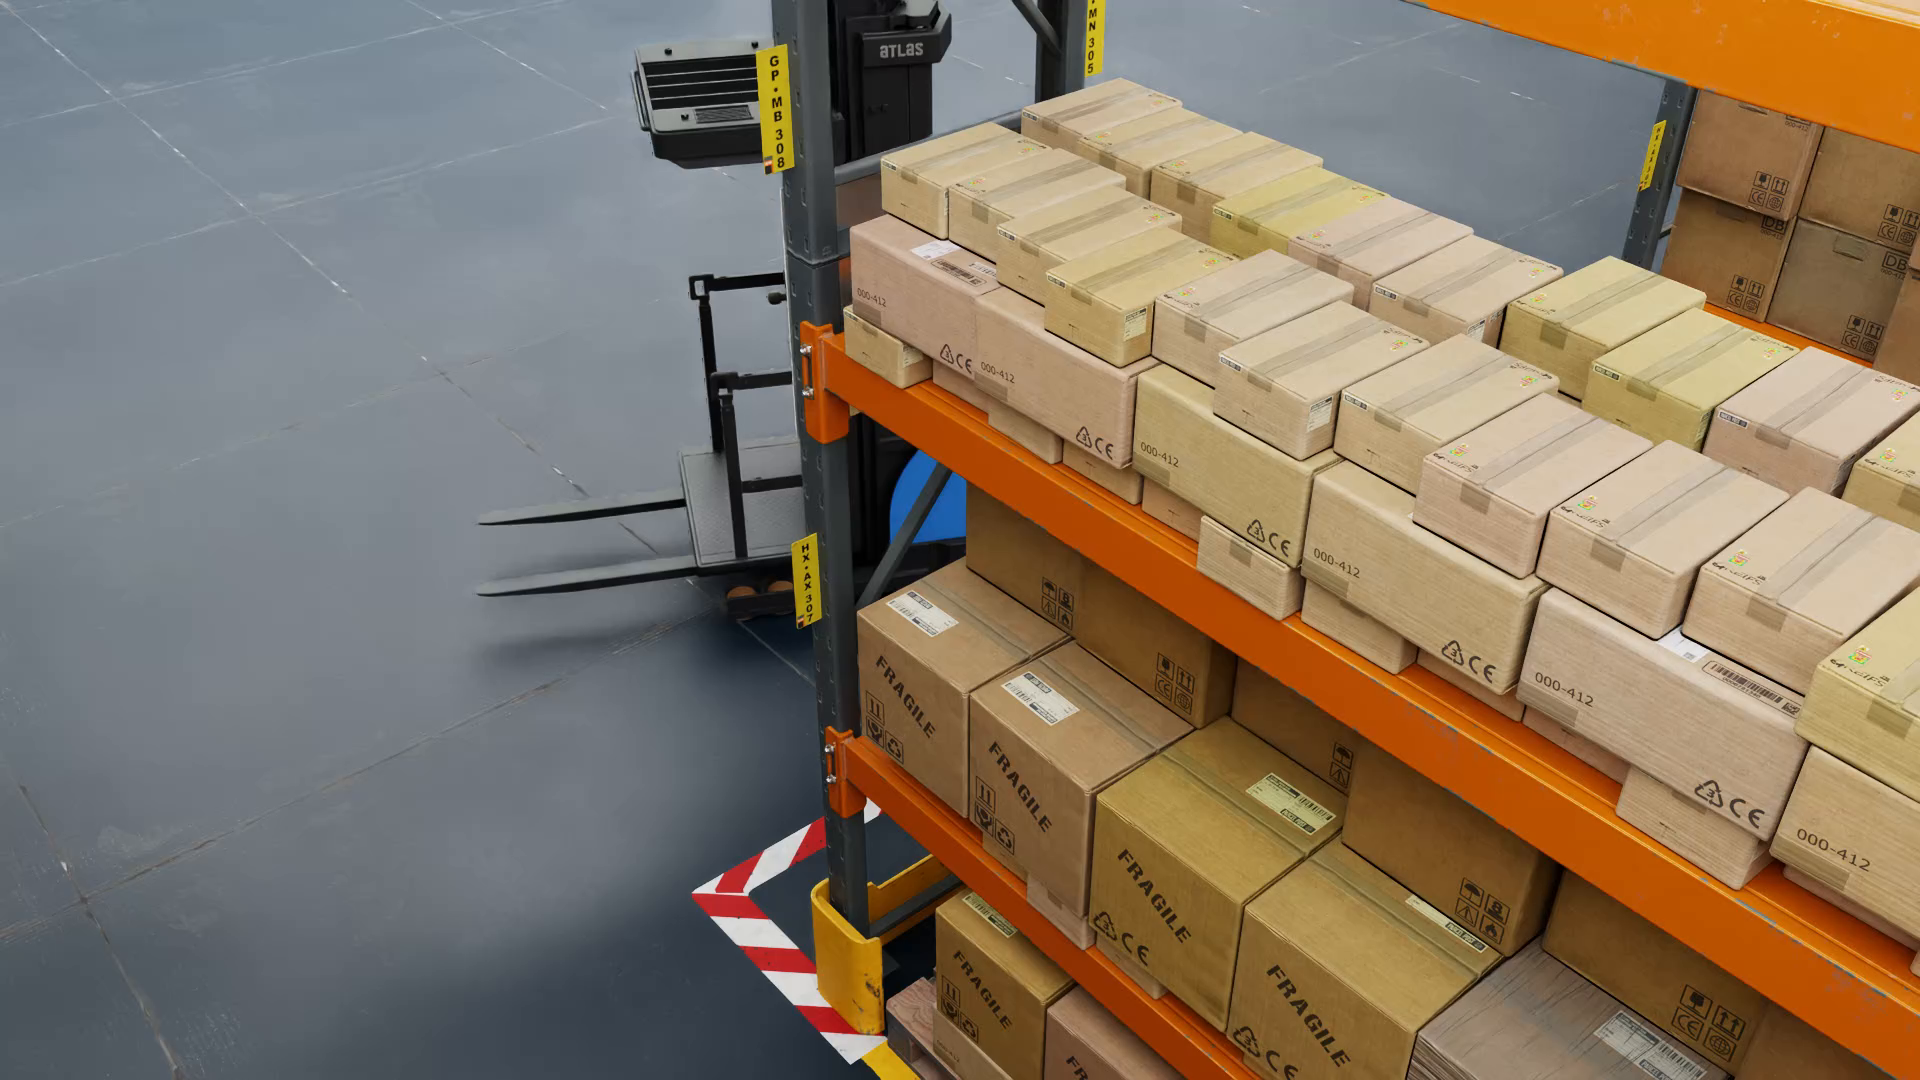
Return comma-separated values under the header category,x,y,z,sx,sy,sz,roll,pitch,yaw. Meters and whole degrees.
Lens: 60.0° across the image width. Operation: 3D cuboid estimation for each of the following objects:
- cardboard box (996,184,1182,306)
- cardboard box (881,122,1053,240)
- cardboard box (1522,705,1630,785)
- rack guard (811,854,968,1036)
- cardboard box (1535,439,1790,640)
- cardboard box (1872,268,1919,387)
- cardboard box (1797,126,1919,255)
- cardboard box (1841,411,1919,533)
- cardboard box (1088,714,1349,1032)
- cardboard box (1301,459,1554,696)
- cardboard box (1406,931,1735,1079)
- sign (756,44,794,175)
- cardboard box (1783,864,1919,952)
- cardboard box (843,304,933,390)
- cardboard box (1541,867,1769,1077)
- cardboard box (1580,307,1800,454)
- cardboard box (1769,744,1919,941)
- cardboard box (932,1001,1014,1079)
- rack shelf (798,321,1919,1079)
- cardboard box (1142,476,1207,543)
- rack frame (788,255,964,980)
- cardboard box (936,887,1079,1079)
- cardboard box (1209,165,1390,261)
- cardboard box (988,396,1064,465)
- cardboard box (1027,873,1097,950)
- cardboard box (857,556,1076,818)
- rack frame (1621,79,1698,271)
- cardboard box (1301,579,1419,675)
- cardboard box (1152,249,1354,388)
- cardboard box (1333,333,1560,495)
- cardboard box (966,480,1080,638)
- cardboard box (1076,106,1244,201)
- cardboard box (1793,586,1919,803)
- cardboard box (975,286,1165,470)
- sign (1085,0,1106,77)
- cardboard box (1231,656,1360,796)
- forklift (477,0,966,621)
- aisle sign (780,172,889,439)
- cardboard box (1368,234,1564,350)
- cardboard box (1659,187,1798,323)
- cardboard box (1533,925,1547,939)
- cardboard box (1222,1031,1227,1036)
category,x,y,z,sx,sy,sz,roll,pitch,yaw
cardboard box,0.308,-0.697,3.972,0.380,0.149,0.250,-26,43,-32
cardboard box,0.019,-0.935,4.309,0.380,0.149,0.250,-26,43,-32
cardboard box,1.334,0.292,3.266,0.380,0.149,0.250,-25,42,-31
rack guard,-0.006,1.332,6.337,1.175,0.500,0.348,-26,43,-32
cardboard box,1.266,-0.009,3.000,0.380,0.149,0.250,-25,43,-31
cardboard box,4.572,-0.998,7.335,0.875,0.550,0.550,-26,43,-32
cardboard box,4.297,-1.727,7.431,0.875,0.550,0.550,-26,43,-32
cardboard box,1.871,-0.104,3.134,0.380,0.149,0.250,-28,44,-33
cardboard box,0.705,0.881,4.468,0.500,0.500,0.500,-27,43,-33
cardboard box,1.052,-0.006,3.341,0.500,0.250,0.500,-25,42,-31
cardboard box,1.374,1.327,3.838,0.500,0.500,0.500,-25,42,-31
sign,-0.469,-1.100,4.257,0.100,0.325,0.005,-26,43,-32
cardboard box,1.683,0.520,2.944,0.380,0.149,0.250,-28,44,-33
cardboard box,-0.089,-0.575,4.490,0.380,0.149,0.250,-26,43,-32
cardboard box,1.792,0.734,3.811,0.700,0.500,0.500,-27,43,-33
cardboard box,1.506,-0.319,3.438,0.380,0.149,0.250,-25,42,-31
cardboard box,1.709,0.443,2.707,0.500,0.250,0.500,-27,43,-32
cardboard box,0.254,1.689,5.687,0.500,0.250,0.500,-26,43,-32
rack shelf,1.236,0.231,3.757,1.077,0.370,4.000,-26,43,-32
cardboard box,0.647,-0.147,3.886,0.380,0.149,0.250,-27,44,-33
rack frame,-0.055,0.279,5.662,1.000,3.000,0.127,-26,43,-32
cardboard box,0.270,1.393,5.456,0.500,0.500,0.500,-28,44,-33
cardboard box,0.829,-0.764,4.066,0.380,0.149,0.250,-26,43,-32
cardboard box,0.294,-0.363,4.190,0.380,0.149,0.250,-25,42,-31
cardboard box,0.418,0.991,4.874,0.380,0.149,0.250,-25,42,-31
cardboard box,0.039,0.429,5.106,0.500,0.500,0.500,-27,43,-32
rack frame,3.661,-1.612,8.332,1.000,3.000,0.127,-26,43,-32
cardboard box,0.949,0.095,3.544,0.380,0.149,0.250,-27,44,-33
cardboard box,0.646,-0.484,3.672,0.380,0.149,0.250,-26,43,-32
cardboard box,0.977,-0.252,3.343,0.380,0.149,0.250,-25,42,-31
cardboard box,0.442,-0.147,5.055,0.700,0.500,0.500,-27,43,-33
cardboard box,0.526,-1.001,4.401,0.380,0.149,0.250,-25,42,-31
cardboard box,1.561,0.239,2.650,0.380,0.149,0.250,-25,42,-31
cardboard box,0.384,-0.458,3.980,0.500,0.250,0.500,-27,43,-32
sign,0.382,-1.505,4.819,0.100,0.325,0.005,-26,43,-32
cardboard box,1.170,0.266,4.472,0.700,0.500,0.500,-27,43,-32
forklift,-0.895,-1.140,7.725,3.031,2.935,1.130,-8,36,-11
aisle sign,-0.332,-0.694,4.786,0.394,0.787,0.004,-26,43,-32
cardboard box,1.130,-0.528,3.733,0.380,0.149,0.250,-27,44,-33
cardboard box,3.935,-1.526,8.081,0.875,0.550,0.550,-26,43,-32
cardboard box,1.458,0.929,4.400,0.500,0.500,0.500,-25,43,-31
cardboard box,0.827,1.187,4.597,0.380,0.149,0.250,-24,42,-30
